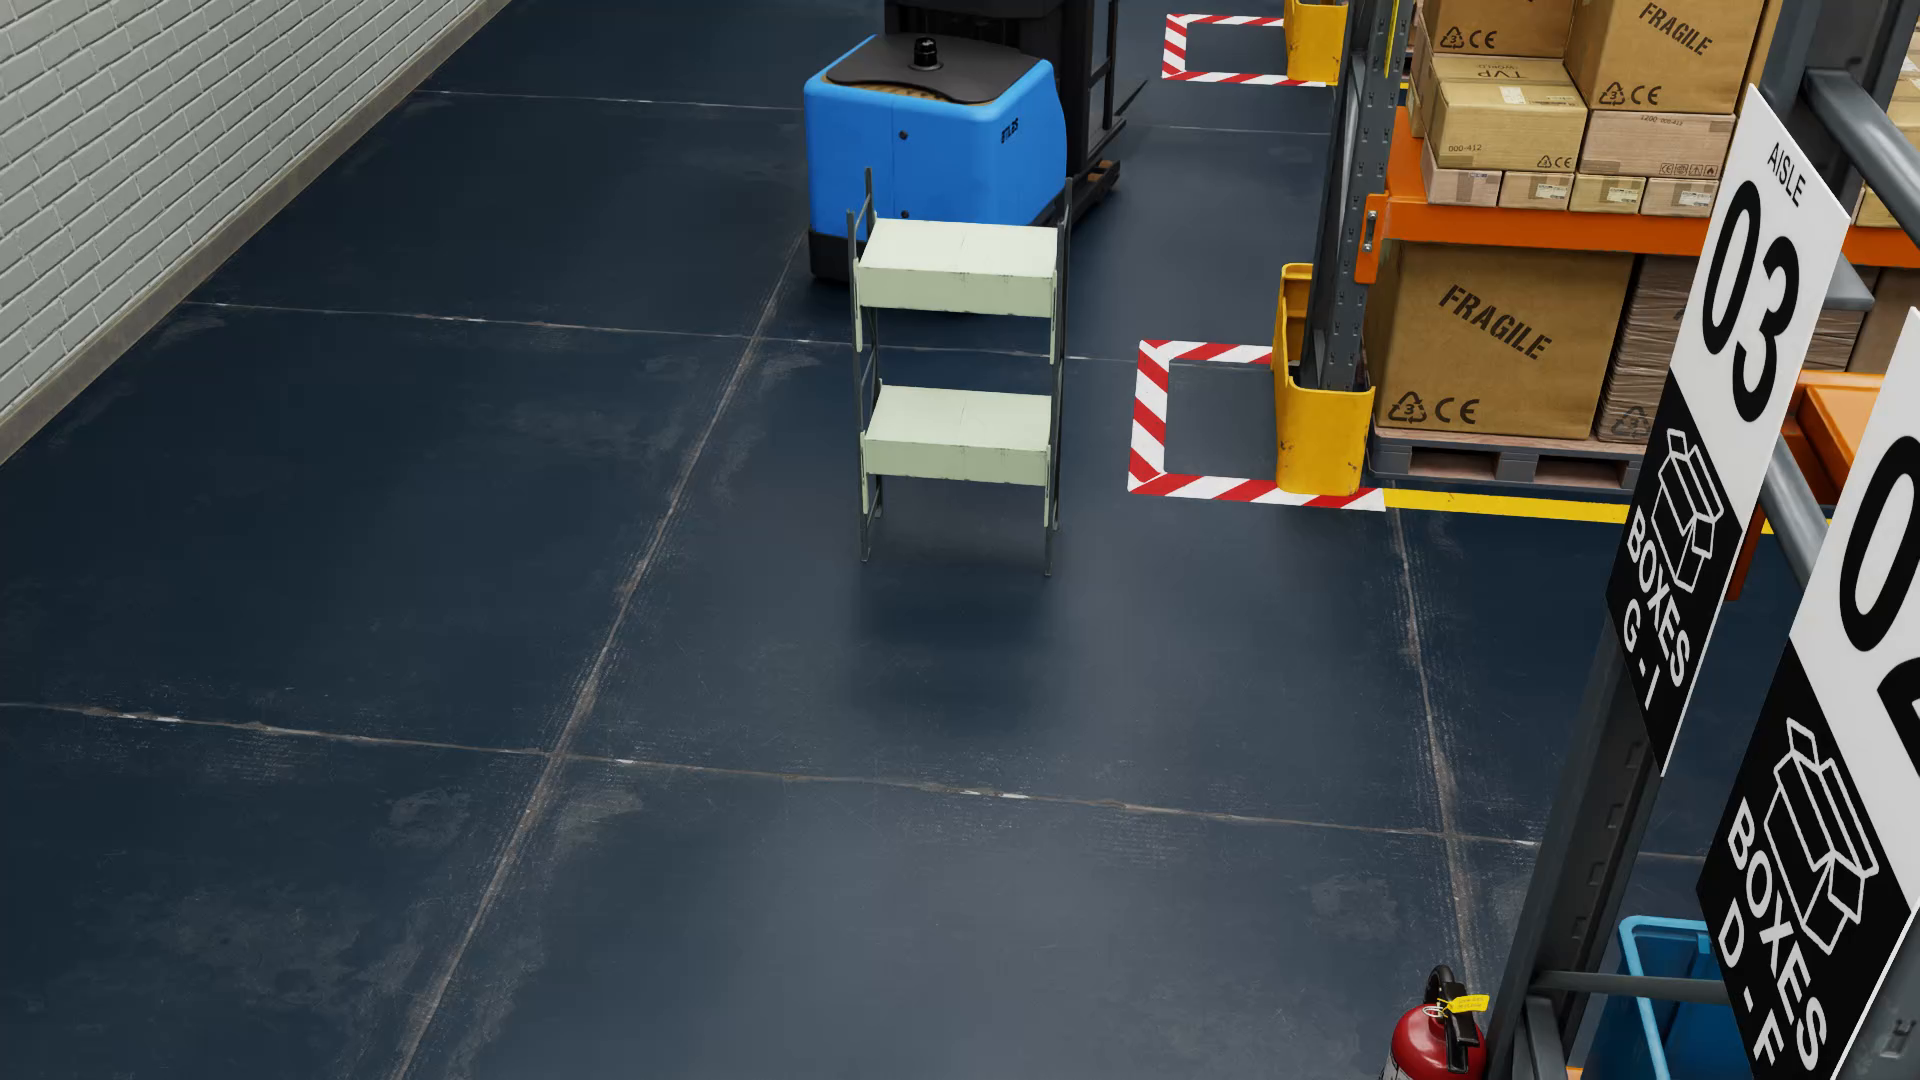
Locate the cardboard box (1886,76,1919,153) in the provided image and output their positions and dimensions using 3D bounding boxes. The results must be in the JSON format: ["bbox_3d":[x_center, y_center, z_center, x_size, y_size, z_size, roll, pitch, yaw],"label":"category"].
[{"bbox_3d":[3.582,-1.505,6.150,0.500,0.250,0.500,4,36,5],"label":"cardboard box"}]

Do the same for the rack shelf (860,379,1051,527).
[{"bbox_3d":[0.007,-0.345,6.503,0.720,0.370,0.431,4,36,6],"label":"rack shelf"}]

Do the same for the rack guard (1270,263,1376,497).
[{"bbox_3d":[1.584,-0.730,7.343,0.348,0.500,1.175,4,36,6],"label":"rack guard"}]

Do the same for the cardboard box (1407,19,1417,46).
[{"bbox_3d":[3.089,-3.412,11.041,0.250,0.149,0.380,4,36,6],"label":"cardboard box"}]

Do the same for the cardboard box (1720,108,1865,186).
[{"bbox_3d":[3.064,-1.541,6.200,0.500,0.250,0.500,3,36,4],"label":"cardboard box"}]

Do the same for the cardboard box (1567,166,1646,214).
[{"bbox_3d":[2.427,-1.390,6.332,0.250,0.149,0.380,3,36,5],"label":"cardboard box"}]

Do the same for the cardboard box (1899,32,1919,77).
[{"bbox_3d":[3.648,-1.812,6.579,0.500,0.250,0.500,4,36,6],"label":"cardboard box"}]

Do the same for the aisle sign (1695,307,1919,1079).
[{"bbox_3d":[0.868,0.216,1.628,0.004,0.787,0.394,4,36,6],"label":"aisle sign"}]

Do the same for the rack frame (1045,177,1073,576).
[{"bbox_3d":[0.370,-0.583,6.276,0.023,1.500,0.400,4,36,6],"label":"rack frame"}]

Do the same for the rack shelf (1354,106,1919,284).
[{"bbox_3d":[3.592,-1.305,6.616,4.000,0.370,1.077,4,36,6],"label":"rack shelf"}]

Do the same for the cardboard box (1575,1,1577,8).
[{"bbox_3d":[3.869,-3.574,10.757,0.250,0.149,0.380,6,36,8],"label":"cardboard box"}]

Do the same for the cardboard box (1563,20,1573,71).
[{"bbox_3d":[2.626,-1.885,6.682,0.500,0.250,0.500,4,36,5],"label":"cardboard box"}]

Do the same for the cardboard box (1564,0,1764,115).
[{"bbox_3d":[2.546,-1.883,6.034,0.500,0.500,0.500,3,36,5],"label":"cardboard box"}]

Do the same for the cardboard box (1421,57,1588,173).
[{"bbox_3d":[2.050,-1.615,6.304,0.500,0.250,0.500,3,36,5],"label":"cardboard box"}]

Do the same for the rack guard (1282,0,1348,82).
[{"bbox_3d":[2.415,-3.573,11.326,0.348,0.500,1.175,4,36,6],"label":"rack guard"}]

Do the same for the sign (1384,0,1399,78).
[{"bbox_3d":[1.531,-1.811,5.892,0.005,0.325,0.100,4,36,6],"label":"sign"}]

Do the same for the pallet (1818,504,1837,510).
[{"bbox_3d":[3.618,-0.505,7.276,1.213,0.211,1.003,4,36,6],"label":"pallet"}]

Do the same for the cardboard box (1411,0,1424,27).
[{"bbox_3d":[3.091,-3.489,10.892,0.250,0.149,0.380,4,36,6],"label":"cardboard box"}]

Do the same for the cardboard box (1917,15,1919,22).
[{"bbox_3d":[5.921,-3.429,10.554,0.250,0.149,0.380,5,36,7],"label":"cardboard box"}]

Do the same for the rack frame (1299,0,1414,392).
[{"bbox_3d":[1.608,-1.746,6.614,0.127,3.000,1.000,4,36,6],"label":"rack frame"}]

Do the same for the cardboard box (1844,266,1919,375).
[{"bbox_3d":[4.038,-0.918,6.921,0.875,0.875,0.875,4,36,6],"label":"cardboard box"}]

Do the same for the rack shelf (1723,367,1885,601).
[{"bbox_3d":[2.961,0.328,1.746,4.000,0.370,1.077,4,36,6],"label":"rack shelf"}]

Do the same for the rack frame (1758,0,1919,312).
[{"bbox_3d":[0.977,-1.334,0.873,0.127,3.000,1.000,4,36,6],"label":"rack frame"}]

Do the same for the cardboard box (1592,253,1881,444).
[{"bbox_3d":[3.156,-0.984,7.013,0.875,0.875,0.875,4,36,6],"label":"cardboard box"}]

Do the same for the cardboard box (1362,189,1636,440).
[{"bbox_3d":[2.253,-1.051,7.108,0.875,0.875,0.875,4,36,6],"label":"cardboard box"}]

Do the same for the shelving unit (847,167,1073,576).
[{"bbox_3d":[0.007,-0.610,6.314,0.755,1.500,0.431,4,36,6],"label":"shelving unit"}]

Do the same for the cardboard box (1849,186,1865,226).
[{"bbox_3d":[3.194,-1.334,6.253,0.250,0.149,0.380,4,36,5],"label":"cardboard box"}]

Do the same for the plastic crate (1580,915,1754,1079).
[{"bbox_3d":[1.333,0.986,2.704,0.499,0.435,0.616,4,36,6],"label":"plastic crate"}]

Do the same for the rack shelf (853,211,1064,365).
[{"bbox_3d":[0.007,-0.928,6.087,0.720,0.370,0.431,4,36,6],"label":"rack shelf"}]

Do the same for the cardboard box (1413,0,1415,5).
[{"bbox_3d":[2.816,-3.615,10.813,0.250,0.149,0.380,3,36,4],"label":"cardboard box"}]

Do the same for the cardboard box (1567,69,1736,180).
[{"bbox_3d":[2.566,-1.580,6.255,0.500,0.250,0.500,4,36,5],"label":"cardboard box"}]

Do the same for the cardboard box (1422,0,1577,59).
[{"bbox_3d":[2.125,-2.227,6.515,0.500,0.500,0.500,5,36,7],"label":"cardboard box"}]

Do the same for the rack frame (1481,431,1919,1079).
[{"bbox_3d":[0.977,1.108,2.616,0.127,3.000,1.000,4,36,6],"label":"rack frame"}]

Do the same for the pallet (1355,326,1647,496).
[{"bbox_3d":[2.411,-0.597,7.405,1.213,0.211,1.003,4,36,6],"label":"pallet"}]

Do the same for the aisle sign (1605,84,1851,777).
[{"bbox_3d":[0.943,-0.124,2.104,0.004,0.787,0.394,4,36,6],"label":"aisle sign"}]

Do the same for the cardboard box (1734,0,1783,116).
[{"bbox_3d":[3.060,-1.848,5.985,0.500,0.500,0.500,3,36,5],"label":"cardboard box"}]

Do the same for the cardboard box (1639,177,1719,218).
[{"bbox_3d":[2.686,-1.372,6.306,0.250,0.149,0.380,4,36,5],"label":"cardboard box"}]

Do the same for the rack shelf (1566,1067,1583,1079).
[{"bbox_3d":[2.961,1.549,2.617,4.000,0.370,1.077,4,36,6],"label":"rack shelf"}]

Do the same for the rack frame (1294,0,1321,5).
[{"bbox_3d":[2.340,-4.596,10.608,0.127,3.000,1.000,4,36,6],"label":"rack frame"}]

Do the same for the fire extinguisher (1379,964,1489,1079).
[{"bbox_3d":[0.885,1.018,3.129,0.183,0.674,0.296,4,36,6],"label":"fire extinguisher"}]

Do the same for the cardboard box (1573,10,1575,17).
[{"bbox_3d":[3.861,-3.475,10.873,0.250,0.149,0.380,3,36,4],"label":"cardboard box"}]

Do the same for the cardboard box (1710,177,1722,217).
[{"bbox_3d":[2.938,-1.352,6.279,0.250,0.149,0.380,4,36,5],"label":"cardboard box"}]

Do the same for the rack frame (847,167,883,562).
[{"bbox_3d":[-0.356,-0.637,6.352,0.023,1.500,0.400,4,36,6],"label":"rack frame"}]

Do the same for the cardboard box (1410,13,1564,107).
[{"bbox_3d":[2.123,-1.923,6.735,0.500,0.250,0.500,4,36,5],"label":"cardboard box"}]

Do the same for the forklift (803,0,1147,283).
[{"bbox_3d":[0.272,-3.192,8.699,1.130,2.935,3.031,14,38,19],"label":"forklift"}]

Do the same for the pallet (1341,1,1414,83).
[{"bbox_3d":[3.217,-3.375,11.298,1.213,0.211,1.003,4,36,6],"label":"pallet"}]

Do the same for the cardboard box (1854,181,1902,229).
[{"bbox_3d":[3.444,-1.314,6.226,0.250,0.149,0.380,3,36,5],"label":"cardboard box"}]

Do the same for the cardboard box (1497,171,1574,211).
[{"bbox_3d":[2.173,-1.409,6.359,0.250,0.149,0.380,4,36,5],"label":"cardboard box"}]

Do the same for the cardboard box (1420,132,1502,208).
[{"bbox_3d":[1.918,-1.427,6.384,0.250,0.149,0.380,5,36,6],"label":"cardboard box"}]

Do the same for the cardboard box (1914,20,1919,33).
[{"bbox_3d":[5.955,-3.272,10.589,0.250,0.149,0.380,5,36,7],"label":"cardboard box"}]

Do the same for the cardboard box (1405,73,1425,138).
[{"bbox_3d":[2.003,-1.807,6.916,0.250,0.149,0.380,5,36,7],"label":"cardboard box"}]
